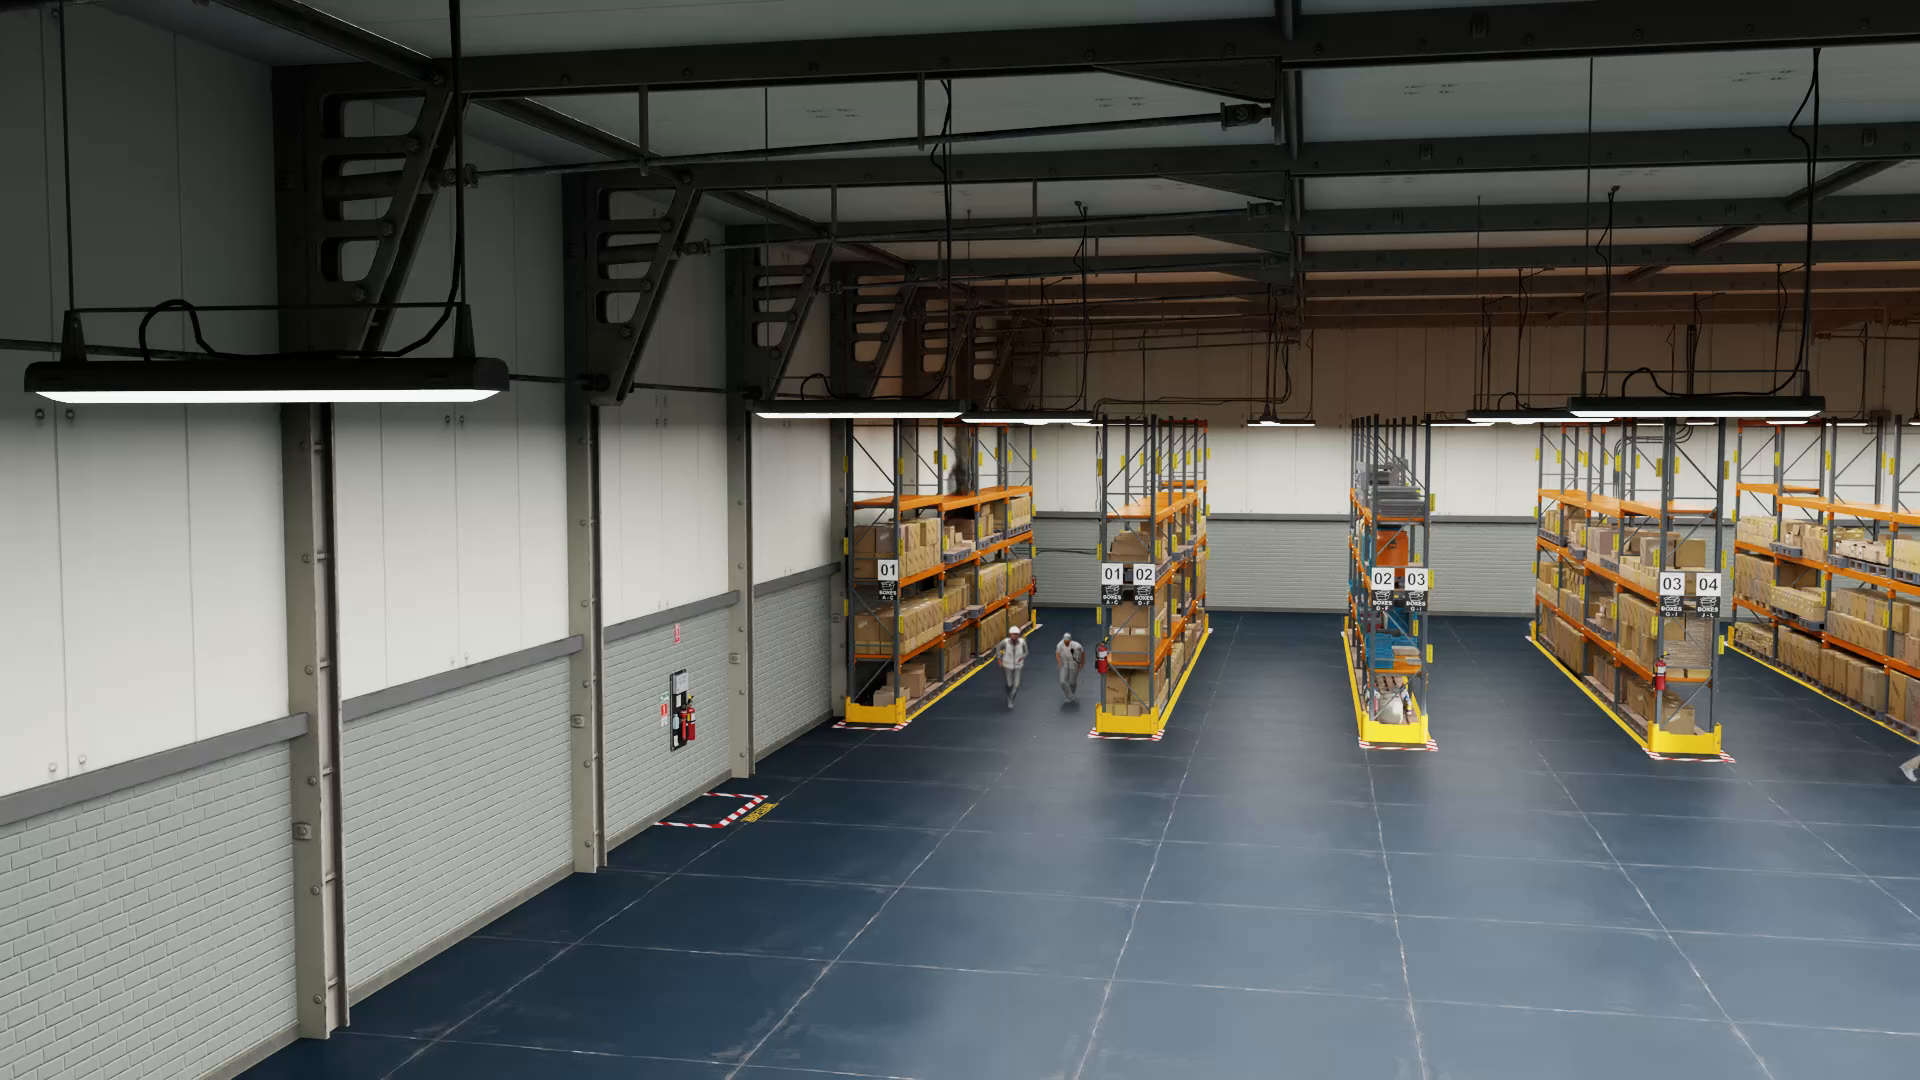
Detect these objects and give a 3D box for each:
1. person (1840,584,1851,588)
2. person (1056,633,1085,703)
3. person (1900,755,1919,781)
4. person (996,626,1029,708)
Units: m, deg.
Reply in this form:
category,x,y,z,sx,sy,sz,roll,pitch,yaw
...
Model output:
category,x,y,z,sx,sy,sz,roll,pitch,yaw
person,22.293,2.036,41.873,0.641,1.816,0.915,0,4,-3
person,2.328,2.663,34.934,0.619,1.508,0.935,1,4,16
person,15.611,3.157,26.555,1.021,1.693,0.702,4,5,44
person,1.082,2.611,34.222,0.649,1.710,0.732,-1,4,-10
